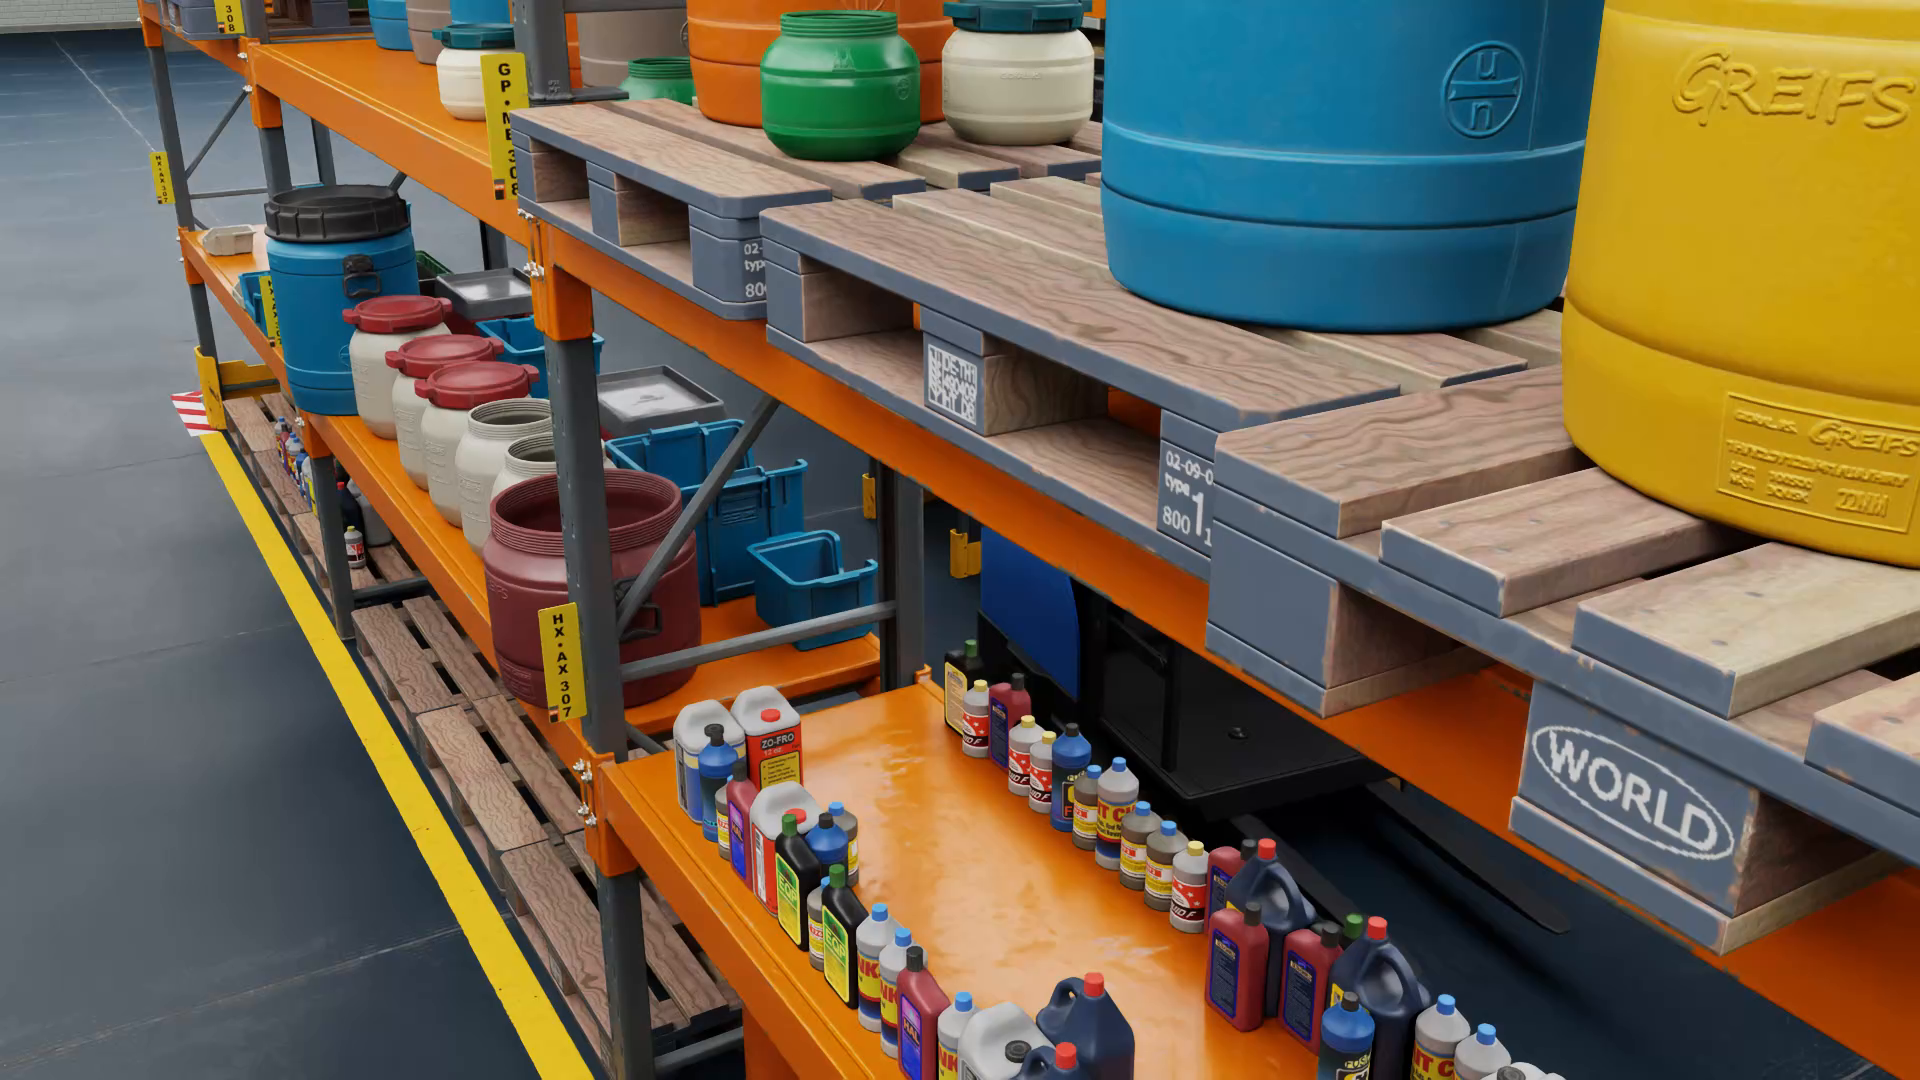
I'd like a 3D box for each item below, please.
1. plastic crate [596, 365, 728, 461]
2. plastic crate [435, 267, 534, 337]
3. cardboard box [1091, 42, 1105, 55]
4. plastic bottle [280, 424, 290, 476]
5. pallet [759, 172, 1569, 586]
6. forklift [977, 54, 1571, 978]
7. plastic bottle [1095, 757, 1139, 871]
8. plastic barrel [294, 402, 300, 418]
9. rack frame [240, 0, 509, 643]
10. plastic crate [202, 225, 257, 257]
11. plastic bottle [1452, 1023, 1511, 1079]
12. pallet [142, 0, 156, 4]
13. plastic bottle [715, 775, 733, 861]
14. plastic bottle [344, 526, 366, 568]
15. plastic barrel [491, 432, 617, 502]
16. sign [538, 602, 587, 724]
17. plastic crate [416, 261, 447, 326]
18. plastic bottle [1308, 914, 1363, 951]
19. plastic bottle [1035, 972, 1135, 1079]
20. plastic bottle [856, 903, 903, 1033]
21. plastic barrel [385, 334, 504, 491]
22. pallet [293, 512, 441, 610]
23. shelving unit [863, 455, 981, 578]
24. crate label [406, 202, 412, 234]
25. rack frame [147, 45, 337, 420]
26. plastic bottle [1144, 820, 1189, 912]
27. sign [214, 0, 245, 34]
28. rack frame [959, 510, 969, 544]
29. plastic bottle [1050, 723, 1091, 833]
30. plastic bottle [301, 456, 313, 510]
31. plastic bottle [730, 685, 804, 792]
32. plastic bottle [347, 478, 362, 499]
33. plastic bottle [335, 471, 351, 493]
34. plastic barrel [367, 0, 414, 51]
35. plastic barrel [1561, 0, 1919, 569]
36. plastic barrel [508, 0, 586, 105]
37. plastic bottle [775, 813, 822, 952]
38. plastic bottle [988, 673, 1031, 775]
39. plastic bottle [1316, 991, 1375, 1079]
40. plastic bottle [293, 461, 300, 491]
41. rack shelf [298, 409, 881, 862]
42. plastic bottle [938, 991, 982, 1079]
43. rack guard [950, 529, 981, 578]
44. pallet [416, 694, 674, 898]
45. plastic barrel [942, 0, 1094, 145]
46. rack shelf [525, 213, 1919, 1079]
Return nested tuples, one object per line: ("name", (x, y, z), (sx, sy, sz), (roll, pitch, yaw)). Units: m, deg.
("plastic crate", (-1.125, -0.323, 6.037), (0.402, 0.464, 0.583), (-13, 25, -28))
("plastic crate", (-2.095, -0.938, 7.550), (0.402, 0.464, 0.583), (-13, 25, -28))
("cardboard box", (1.163, -2.911, 10.633), (0.700, 0.500, 0.500), (-13, 25, -28))
("plastic bottle", (-3.891, -0.523, 9.637), (0.061, 0.283, 0.133), (-12, 25, -27))
("pallet", (0.415, -0.320, 2.382), (1.003, 0.211, 1.213), (-13, 25, -28))
("forklift", (1.130, -0.329, 6.229), (1.130, 2.935, 3.031), (-9, 24, -22))
("plastic bottle", (0.371, 0.639, 3.927), (0.097, 0.271, 0.097), (0, 22, 0))
("plastic barrel", (-3.991, -0.982, 10.491), (0.421, 0.512, 0.421), (0, 22, 0))
("rack frame", (-2.605, -1.006, 7.803), (1.000, 3.000, 0.127), (-13, 25, -28))
("plastic crate", (-4.468, -1.827, 10.173), (0.298, 0.136, 0.250), (-13, 25, -28))
("plastic bottle", (0.945, 1.002, 3.032), (0.097, 0.271, 0.097), (0, 22, 0))
("pallet", (-4.310, -3.316, 9.754), (1.003, 0.211, 1.213), (-13, 25, -28))
("plastic bottle", (-0.534, 0.657, 3.974), (0.097, 0.201, 0.097), (0, 22, 0))
("plastic bottle", (-3.059, 0.029, 8.389), (0.097, 0.201, 0.097), (0, 22, 0))
("plastic barrel", (-1.271, -0.055, 5.315), (0.421, 0.512, 0.421), (0, 22, 0))
("sign", (-1.032, 0.321, 4.321), (0.100, 0.325, 0.005), (-13, 25, -28))
("plastic crate", (-2.764, -1.171, 8.292), (0.767, 0.338, 0.504), (-13, 25, -28))
("plastic bottle", (0.758, 0.865, 3.355), (0.061, 0.283, 0.133), (-13, 25, -28))
("plastic bottle", (0.230, 0.942, 3.075), (0.144, 0.351, 0.185), (-13, 25, -28))
("plastic bottle", (-0.161, 0.861, 3.380), (0.097, 0.271, 0.097), (0, 22, 0))
("plastic barrel", (-1.931, -0.480, 6.328), (0.433, 0.535, 0.433), (0, 22, 0))
("pallet", (-2.913, 0.060, 8.883), (1.003, 0.211, 1.213), (-13, 25, -28))
("shelving unit", (-0.039, -0.719, 9.090), (0.587, 1.500, 1.083), (-13, 25, -28))
("crate label", (-3.476, -1.774, 9.644), (0.502, 0.435, 0.616), (-13, 25, -28))
("rack frame", (-4.649, -2.301, 10.989), (1.000, 3.000, 0.127), (-13, 25, -28))
("plastic bottle", (0.471, 0.734, 3.785), (0.097, 0.201, 0.097), (0, 22, 0))
("sign", (-3.084, -2.298, 6.985), (0.100, 0.325, 0.005), (-13, 25, -28))
("rack frame", (0.216, -0.558, 8.692), (0.500, 1.500, 0.032), (-13, 25, -28))
("plastic bottle", (0.272, 0.576, 4.082), (0.097, 0.271, 0.097), (0, 22, 0))
("plastic bottle", (-3.525, -0.321, 9.151), (0.152, 0.276, 0.135), (-12, 25, -27))
("plastic bottle", (-0.488, 0.519, 4.215), (0.152, 0.276, 0.135), (-13, 25, -28))
("plastic bottle", (-3.166, -0.200, 8.853), (0.152, 0.276, 0.135), (-13, 25, -28))
("plastic bottle", (-3.280, -0.198, 8.748), (0.144, 0.351, 0.185), (-14, 26, -31))
("plastic barrel", (-2.159, -2.505, 6.842), (0.600, 0.901, 0.708), (-13, 25, -28))
("plastic barrel", (0.840, -0.344, 1.383), (0.600, 0.588, 0.600), (0, 22, 0))
("plastic barrel", (-1.129, -1.819, 5.249), (0.600, 0.830, 0.708), (-13, 25, -28))
("plastic bottle", (-0.353, 0.747, 3.645), (0.061, 0.283, 0.133), (-13, 25, -28))
("plastic bottle", (0.129, 0.466, 4.335), (0.061, 0.283, 0.133), (-13, 25, -28))
("plastic bottle", (0.722, 0.967, 3.119), (0.097, 0.271, 0.097), (0, 22, 0))
("plastic bottle", (-3.714, -0.386, 9.410), (0.097, 0.201, 0.097), (0, 22, 0))
("rack shelf", (-1.584, -0.025, 6.346), (1.077, 0.370, 4.000), (-13, 25, -28))
("plastic bottle", (0.007, 0.967, 3.119), (0.097, 0.271, 0.097), (0, 22, 0))
("rack guard", (0.215, 0.021, 8.928), (0.587, 0.250, 0.087), (-13, 25, -28))
("pallet", (-1.544, 0.928, 6.748), (1.003, 0.211, 1.213), (-13, 25, -28))
("plastic barrel", (0.111, -0.912, 3.215), (0.301, 0.262, 0.301), (0, 22, 0))
("rack shelf", (0.459, -0.120, 2.595), (1.077, 0.370, 4.000), (-13, 25, -28))
